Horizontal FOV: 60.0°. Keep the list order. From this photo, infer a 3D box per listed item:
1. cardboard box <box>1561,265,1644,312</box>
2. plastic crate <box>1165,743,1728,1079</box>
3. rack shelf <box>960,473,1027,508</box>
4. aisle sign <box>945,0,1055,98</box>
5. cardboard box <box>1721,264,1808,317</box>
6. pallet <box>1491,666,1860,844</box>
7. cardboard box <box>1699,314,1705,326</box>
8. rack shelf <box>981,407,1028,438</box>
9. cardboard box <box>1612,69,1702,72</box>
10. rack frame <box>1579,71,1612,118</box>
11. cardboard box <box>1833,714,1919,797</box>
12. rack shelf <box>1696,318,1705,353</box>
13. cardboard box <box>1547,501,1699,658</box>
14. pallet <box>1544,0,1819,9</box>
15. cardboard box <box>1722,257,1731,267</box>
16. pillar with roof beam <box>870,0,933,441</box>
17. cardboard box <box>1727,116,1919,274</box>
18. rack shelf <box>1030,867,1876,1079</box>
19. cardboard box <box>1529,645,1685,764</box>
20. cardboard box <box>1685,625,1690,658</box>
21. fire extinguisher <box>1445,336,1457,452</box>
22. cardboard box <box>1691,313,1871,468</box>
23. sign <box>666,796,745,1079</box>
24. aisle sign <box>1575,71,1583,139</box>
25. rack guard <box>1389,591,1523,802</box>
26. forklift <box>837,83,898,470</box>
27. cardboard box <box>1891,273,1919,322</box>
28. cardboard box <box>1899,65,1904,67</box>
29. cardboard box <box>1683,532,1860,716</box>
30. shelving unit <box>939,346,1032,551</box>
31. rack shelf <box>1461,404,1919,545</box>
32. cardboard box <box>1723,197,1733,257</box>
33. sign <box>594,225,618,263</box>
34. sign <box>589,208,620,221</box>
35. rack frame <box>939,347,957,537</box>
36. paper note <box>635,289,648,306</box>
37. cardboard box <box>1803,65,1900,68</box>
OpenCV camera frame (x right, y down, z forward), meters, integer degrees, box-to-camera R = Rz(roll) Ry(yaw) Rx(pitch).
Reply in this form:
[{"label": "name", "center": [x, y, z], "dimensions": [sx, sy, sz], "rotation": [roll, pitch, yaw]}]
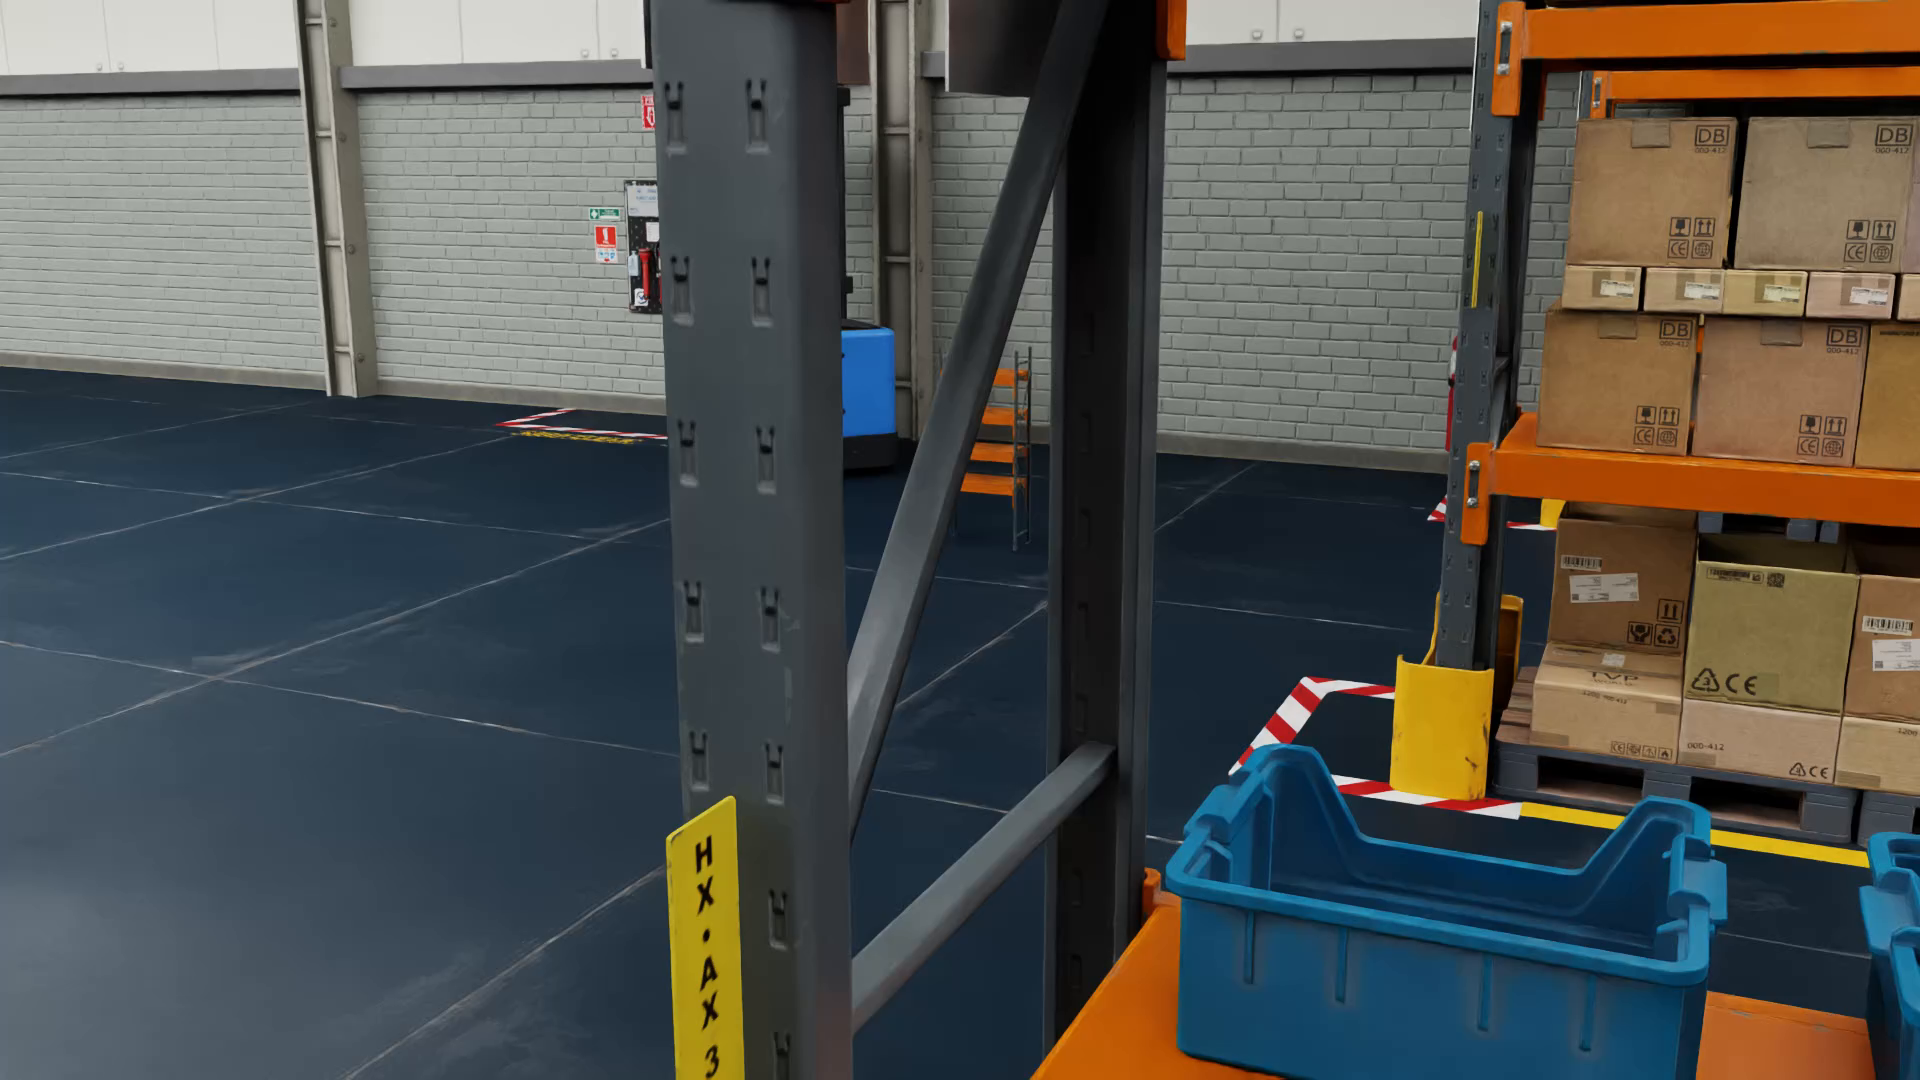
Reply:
[{"label": "cardboard box", "center": [2.292, -0.909, 5.922], "dimensions": [0.250, 0.149, 0.380], "rotation": [6, 14, 23]}, {"label": "plastic crate", "center": [0.590, 0.465, 2.032], "dimensions": [0.616, 0.251, 0.499], "rotation": [6, 14, 23]}, {"label": "rack shelf", "center": [0.151, -0.310, 10.113], "dimensions": [0.480, 0.148, 0.258], "rotation": [6, 14, 23]}, {"label": "aisle sign", "center": [0.065, -0.926, 1.942], "dimensions": [0.004, 0.787, 0.394], "rotation": [6, 14, 23]}, {"label": "cardboard box", "center": [2.762, -0.861, 5.721], "dimensions": [0.250, 0.149, 0.380], "rotation": [6, 14, 23]}, {"label": "pallet", "center": [2.737, 0.794, 6.408], "dimensions": [1.213, 0.211, 1.003], "rotation": [6, 14, 23]}, {"label": "cardboard box", "center": [4.341, -1.486, 10.305], "dimensions": [0.500, 0.250, 0.500], "rotation": [5, 14, 22]}, {"label": "rack shelf", "center": [0.151, -0.721, 10.017], "dimensions": [0.480, 0.148, 0.258], "rotation": [6, 14, 23]}, {"label": "cardboard box", "center": [4.228, -3.096, 10.054], "dimensions": [0.500, 0.500, 0.500], "rotation": [6, 15, 25]}, {"label": "rack frame", "center": [4.024, -1.660, 10.765], "dimensions": [0.127, 3.000, 1.000], "rotation": [6, 14, 23]}, {"label": "cardboard box", "center": [3.336, 0.697, 5.819], "dimensions": [0.500, 0.250, 0.500], "rotation": [6, 14, 23]}, {"label": "rack shelf", "center": [5.852, -1.125, 10.059], "dimensions": [4.000, 0.370, 1.077], "rotation": [6, 14, 23]}, {"label": "cardboard box", "center": [2.631, 0.131, 6.588], "dimensions": [0.500, 0.500, 0.500], "rotation": [6, 14, 23]}, {"label": "pallet", "center": [2.656, -1.972, 5.720], "dimensions": [1.213, 0.211, 1.003], "rotation": [6, 14, 23]}, {"label": "cardboard box", "center": [2.921, -0.947, 6.085], "dimensions": [0.250, 0.149, 0.380], "rotation": [6, 14, 22]}, {"label": "pillar with roof beam", "center": [-2.216, -4.353, 9.108], "dimensions": [0.400, 9.000, 9.100], "rotation": [6, 14, 23]}, {"label": "cardboard box", "center": [2.974, -1.207, 5.776], "dimensions": [0.500, 0.500, 0.700], "rotation": [5, 14, 22]}, {"label": "rack shelf", "center": [1.839, 0.944, 1.240], "dimensions": [4.000, 0.370, 1.077], "rotation": [6, 14, 23]}, {"label": "cardboard box", "center": [2.421, 0.605, 6.211], "dimensions": [0.500, 0.250, 0.500], "rotation": [6, 14, 23]}, {"label": "cardboard box", "center": [3.093, 0.540, 6.485], "dimensions": [0.500, 0.250, 0.500], "rotation": [6, 14, 23]}, {"label": "fire extinguisher", "center": [2.101, -0.696, 6.823], "dimensions": [0.183, 0.674, 0.296], "rotation": [6, 14, 23]}, {"label": "cardboard box", "center": [2.924, -0.581, 5.944], "dimensions": [0.500, 0.500, 0.700], "rotation": [6, 15, 25]}, {"label": "sign", "center": [-0.216, 0.389, 1.427], "dimensions": [0.005, 0.325, 0.100], "rotation": [6, 14, 23]}, {"label": "aisle sign", "center": [3.836, -2.870, 10.229], "dimensions": [0.004, 0.787, 0.394], "rotation": [6, 14, 23]}, {"label": "rack guard", "center": [1.999, 0.589, 6.649], "dimensions": [0.348, 0.500, 1.175], "rotation": [6, 14, 23]}, {"label": "forklift", "center": [-1.542, -2.178, 13.120], "dimensions": [1.130, 2.935, 3.031], "rotation": [-6, 15, -24]}, {"label": "cardboard box", "center": [3.237, -0.813, 5.517], "dimensions": [0.250, 0.149, 0.380], "rotation": [5, 14, 21]}, {"label": "cardboard box", "center": [5.434, -3.103, 10.083], "dimensions": [0.500, 0.500, 0.500], "rotation": [5, 14, 21]}, {"label": "cardboard box", "center": [2.879, 0.286, 5.930], "dimensions": [0.500, 0.500, 0.500], "rotation": [6, 14, 23]}, {"label": "shelving unit", "center": [0.151, -0.569, 10.052], "dimensions": [0.503, 1.200, 0.258], "rotation": [6, 14, 23]}, {"label": "rack shelf", "center": [3.849, -0.090, 5.648], "dimensions": [4.000, 0.370, 1.077], "rotation": [6, 14, 23]}, {"label": "cardboard box", "center": [4.786, -1.807, 10.035], "dimensions": [0.500, 0.500, 0.500], "rotation": [6, 14, 23]}, {"label": "sign", "center": [-3.180, -2.658, 14.939], "dimensions": [0.234, 0.329, 0.001], "rotation": [6, 14, 23]}, {"label": "sign", "center": [-3.179, -2.914, 14.869], "dimensions": [0.331, 0.109, 0.001], "rotation": [6, 14, 23]}, {"label": "rack frame", "center": [-0.072, -0.591, 10.149], "dimensions": [0.015, 1.200, 0.240], "rotation": [6, 14, 23]}, {"label": "paper note", "center": [-2.850, -2.170, 14.865], "dimensions": [0.142, 0.148, 0.016], "rotation": [6, 14, 23]}, {"label": "cardboard box", "center": [5.181, -2.992, 9.609], "dimensions": [0.500, 0.500, 0.500], "rotation": [7, 15, 26]}]
